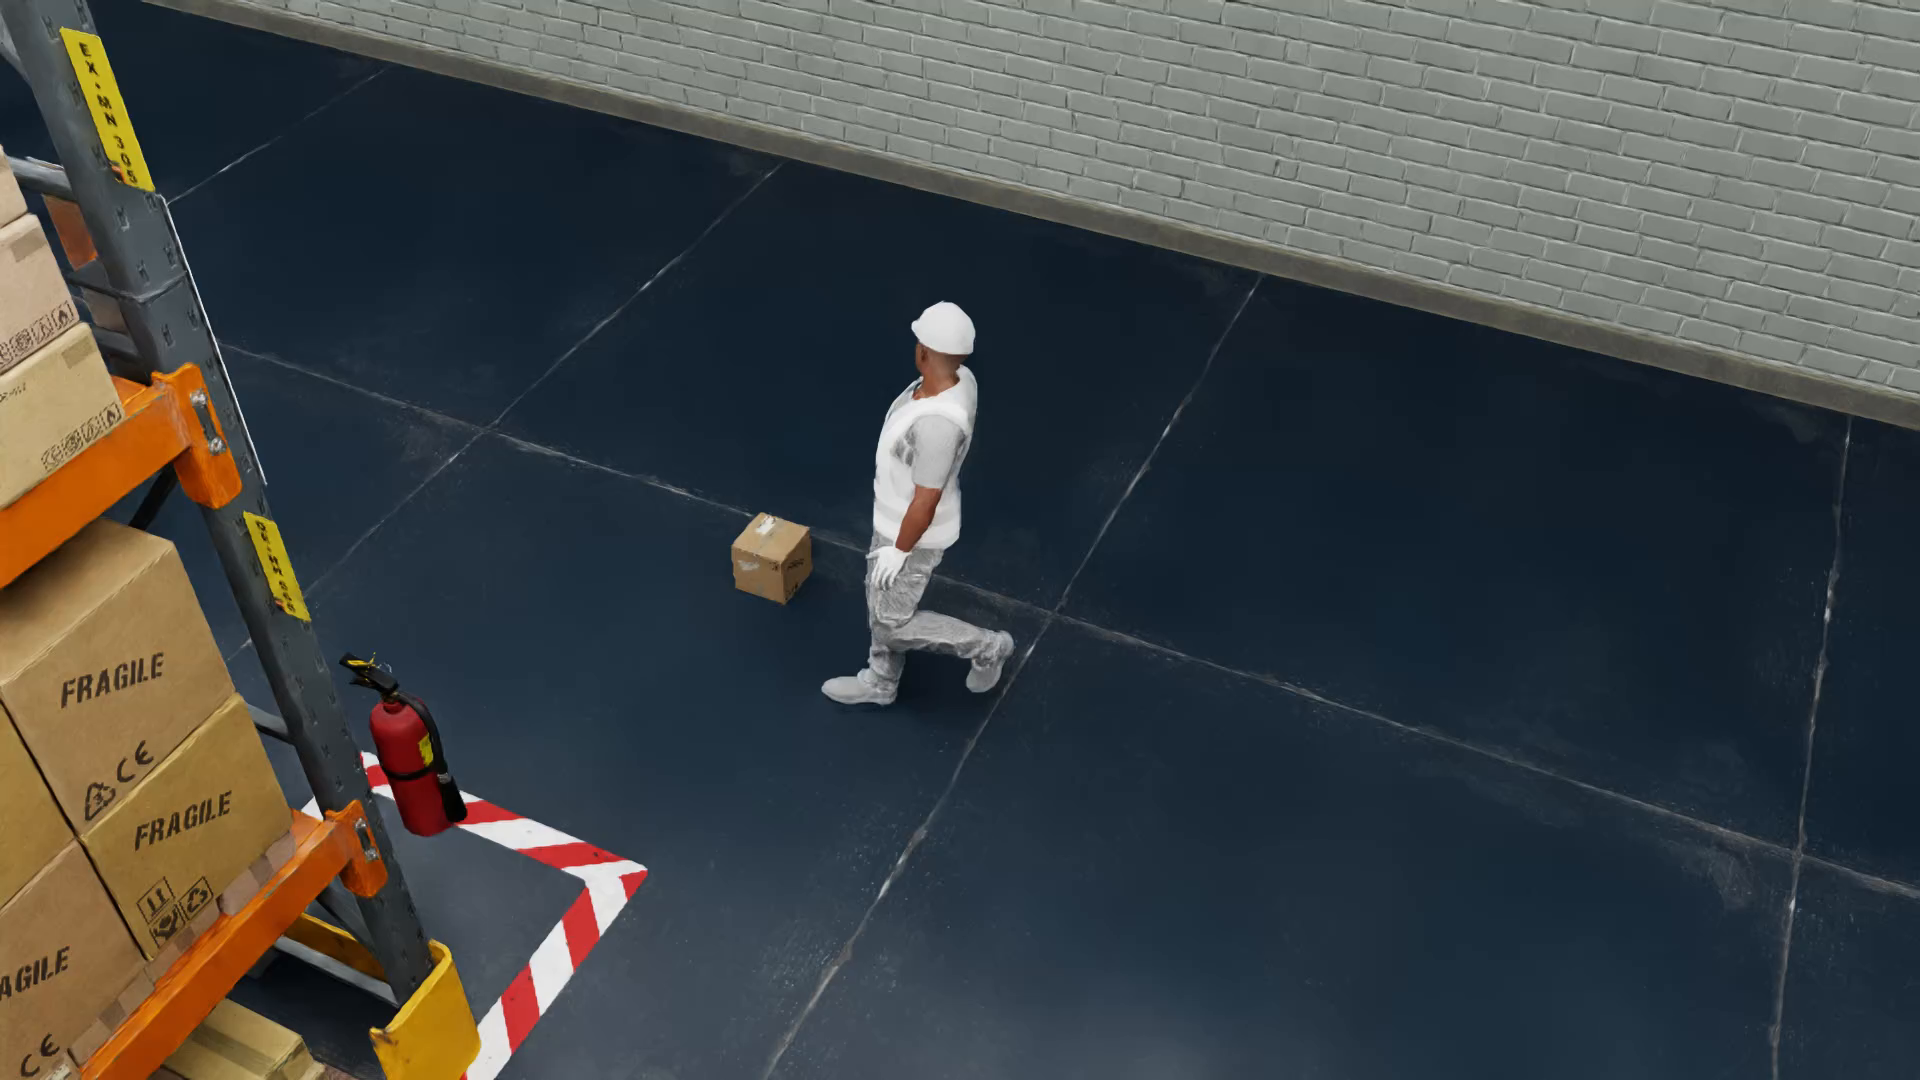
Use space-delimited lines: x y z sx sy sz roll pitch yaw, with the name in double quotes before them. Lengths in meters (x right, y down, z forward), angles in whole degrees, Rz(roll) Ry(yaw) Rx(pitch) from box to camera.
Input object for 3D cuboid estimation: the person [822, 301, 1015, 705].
"person" -0.168 -0.075 6.271 0.777 1.728 0.626 2 42 2
